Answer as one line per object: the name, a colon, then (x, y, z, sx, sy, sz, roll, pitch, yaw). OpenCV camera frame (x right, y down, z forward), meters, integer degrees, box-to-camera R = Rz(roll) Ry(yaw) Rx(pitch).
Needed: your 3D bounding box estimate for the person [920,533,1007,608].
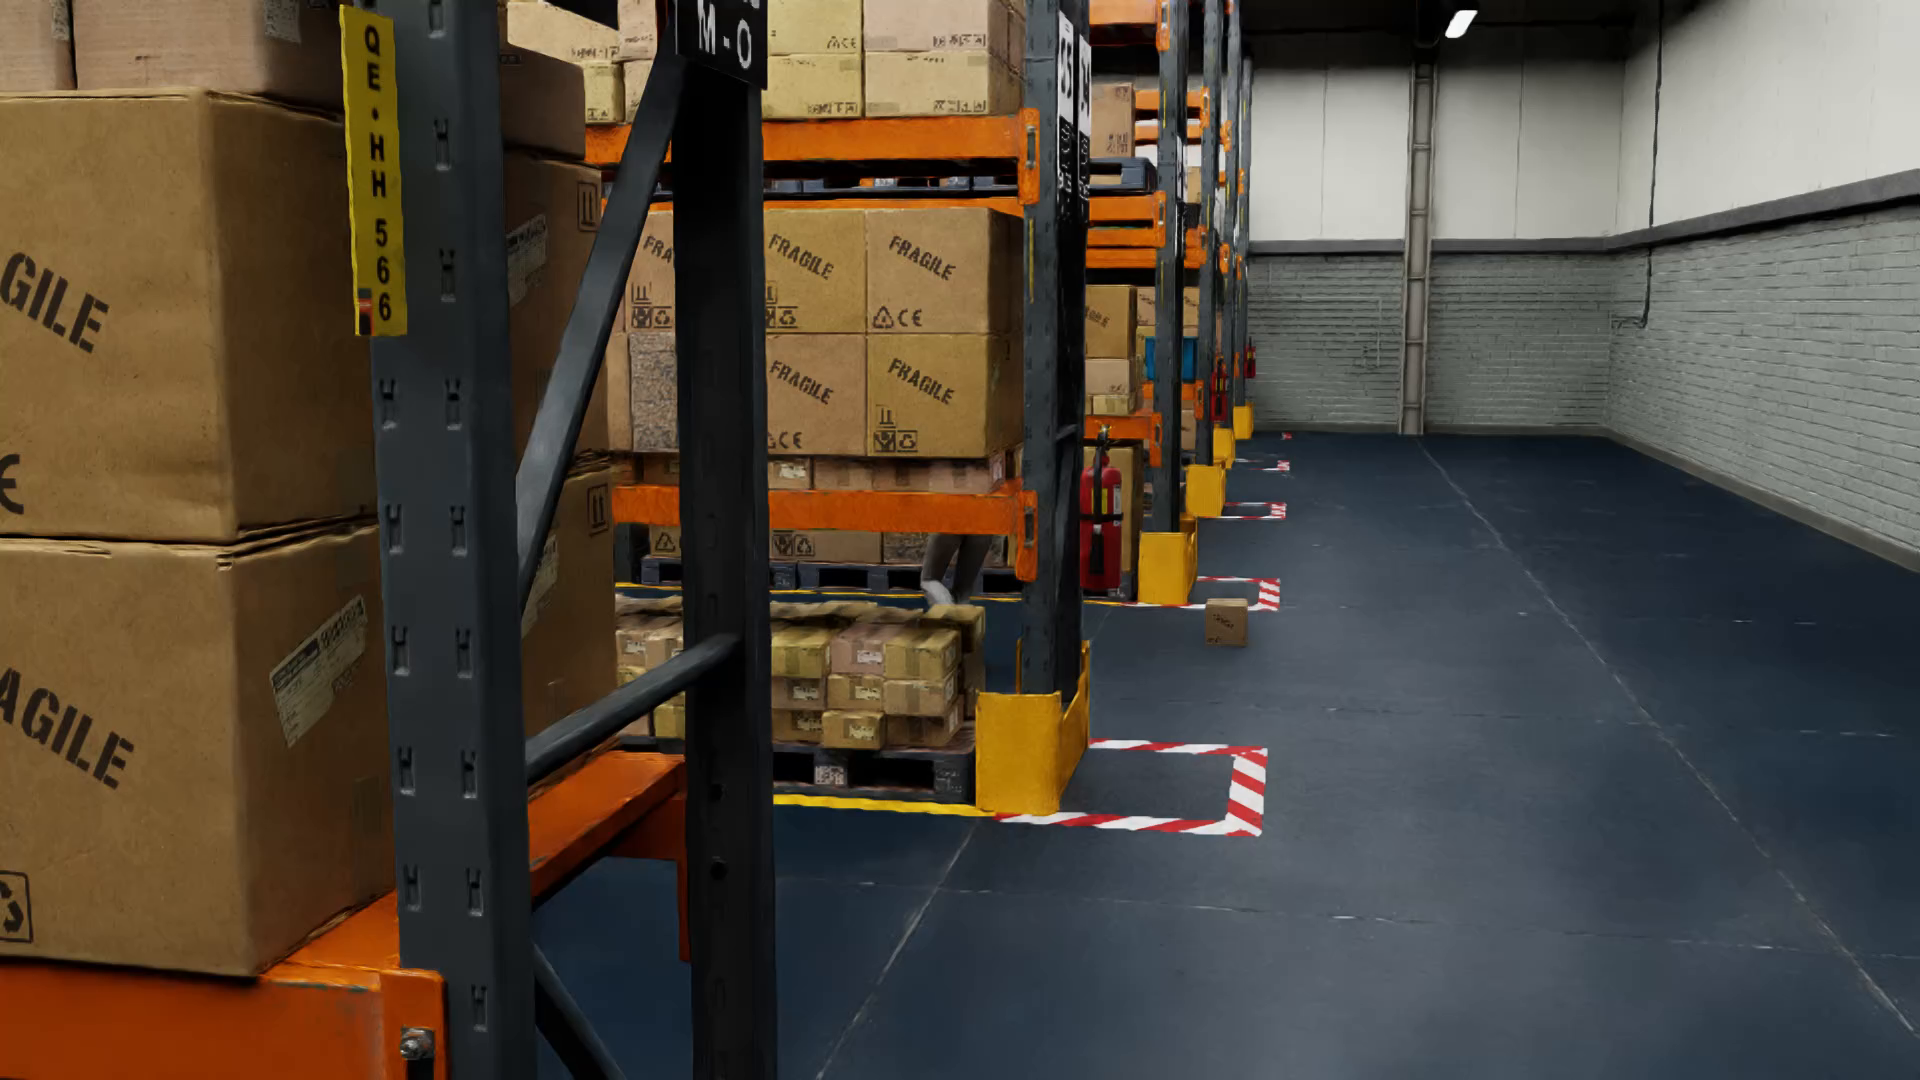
person: (0.034, -0.074, 9.422, 0.527, 1.630, 0.732, -1, 8, -4)
